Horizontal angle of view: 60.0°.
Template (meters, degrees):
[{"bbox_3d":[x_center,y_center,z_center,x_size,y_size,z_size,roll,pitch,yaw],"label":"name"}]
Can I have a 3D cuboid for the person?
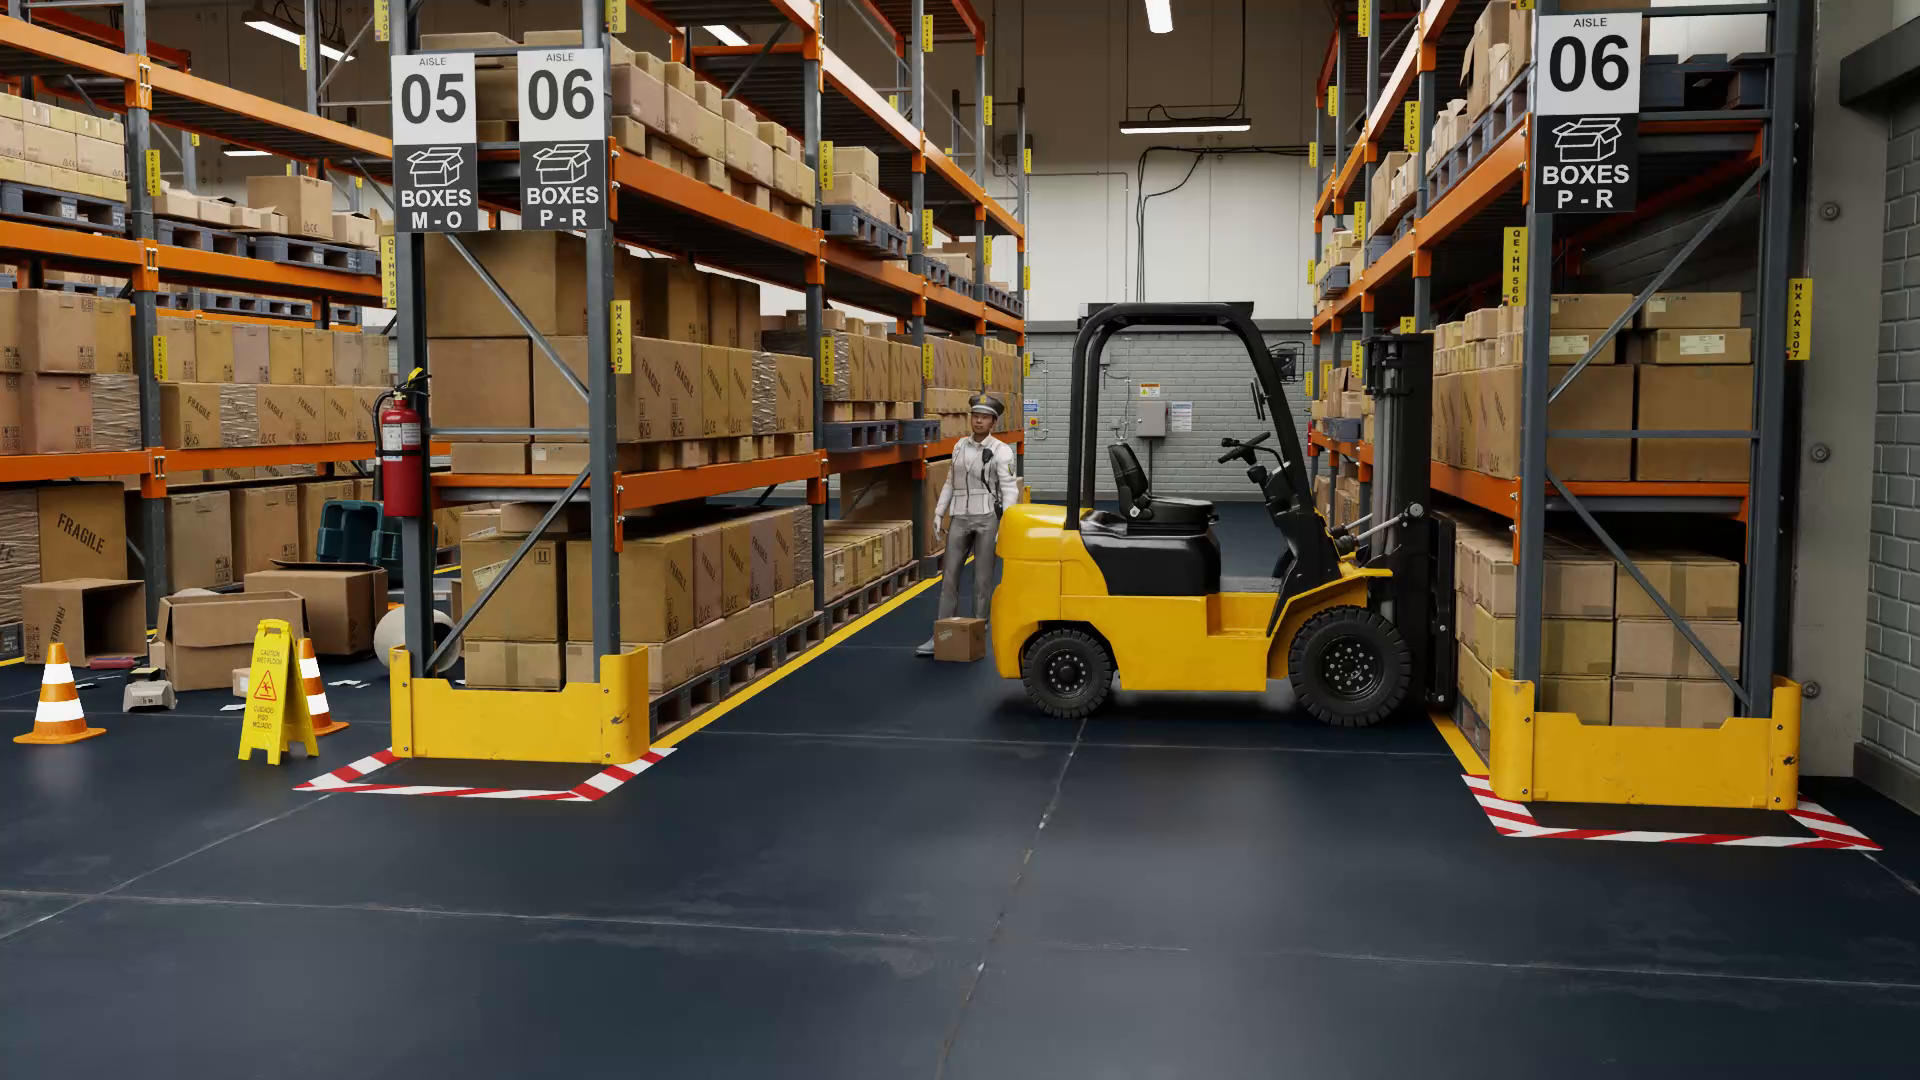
[{"bbox_3d":[0.066,-0.103,10.860,0.580,1.694,0.529,2,5,28],"label":"person"}]
